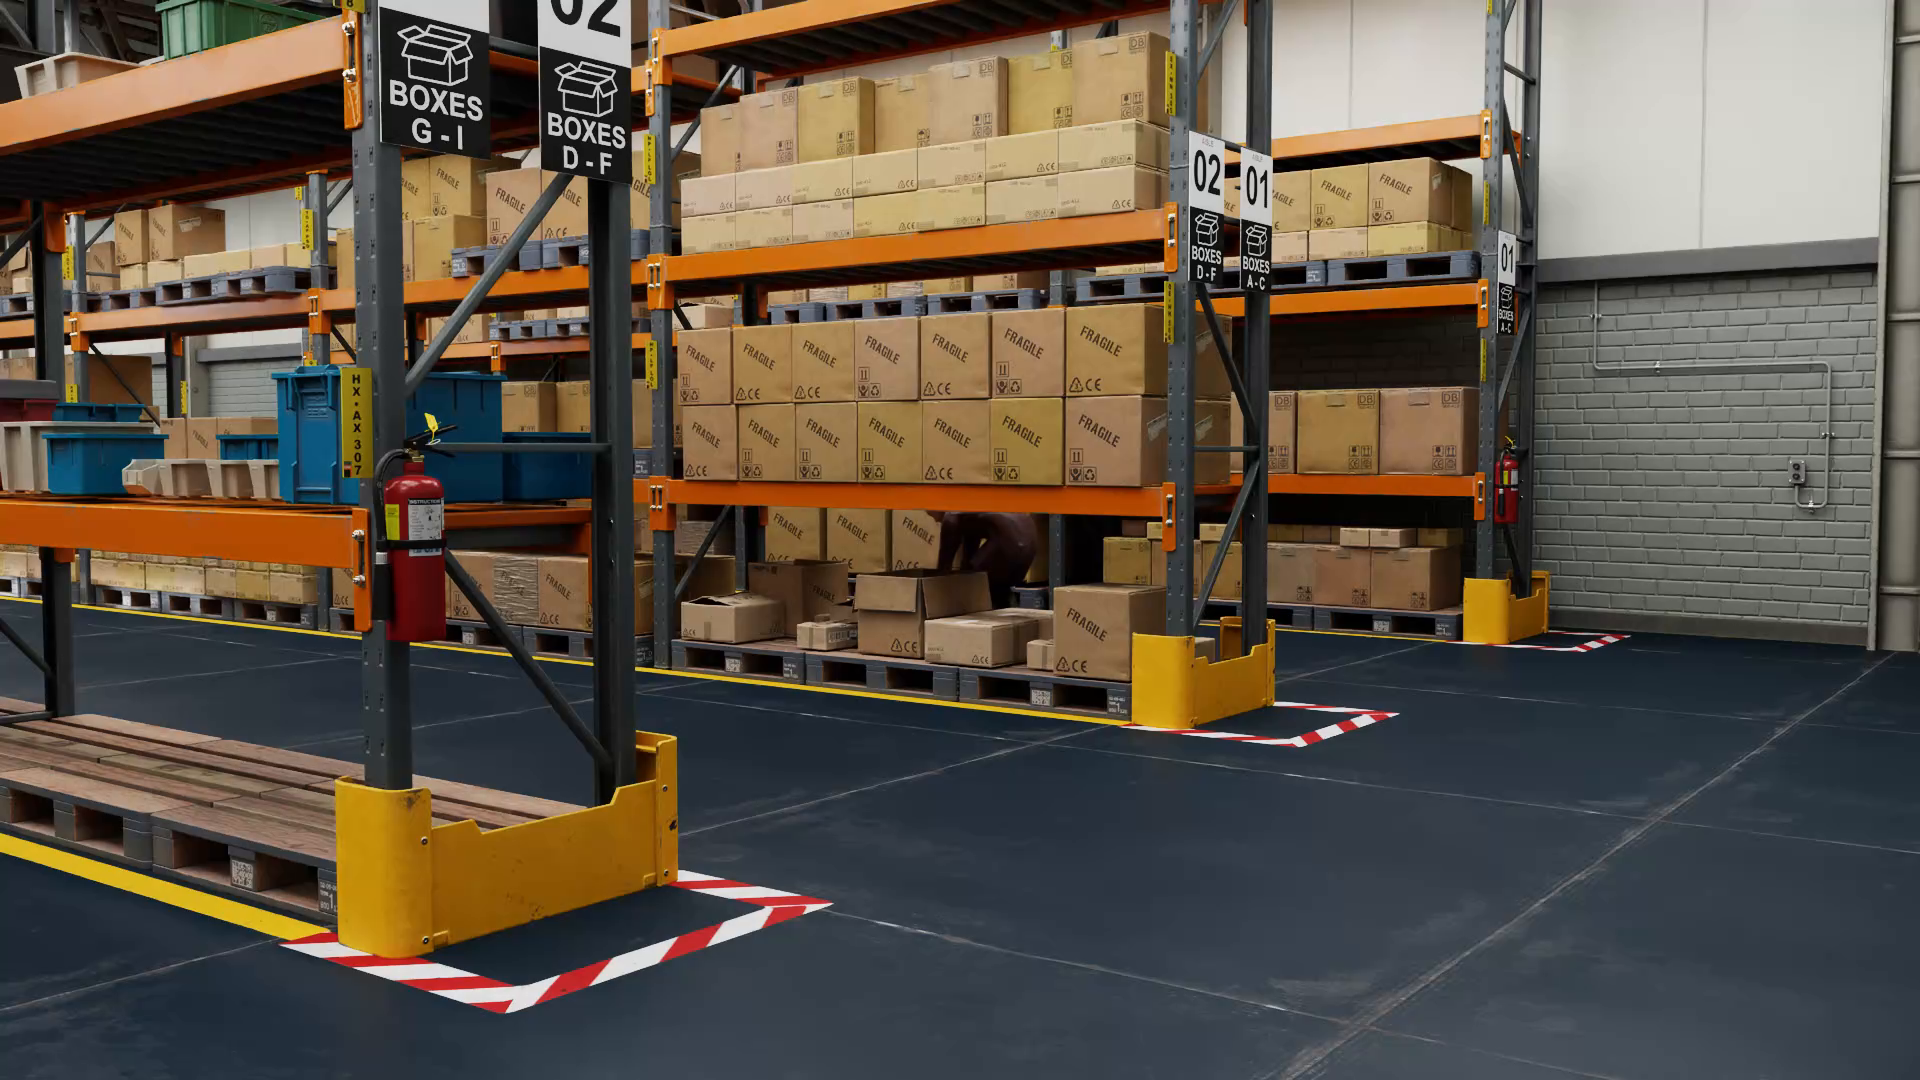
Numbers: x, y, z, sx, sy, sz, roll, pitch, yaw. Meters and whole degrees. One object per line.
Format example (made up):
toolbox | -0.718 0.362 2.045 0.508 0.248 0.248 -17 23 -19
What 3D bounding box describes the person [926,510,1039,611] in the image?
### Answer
person | 0.141 0.255 12.283 0.928 1.173 0.579 2 4 33
